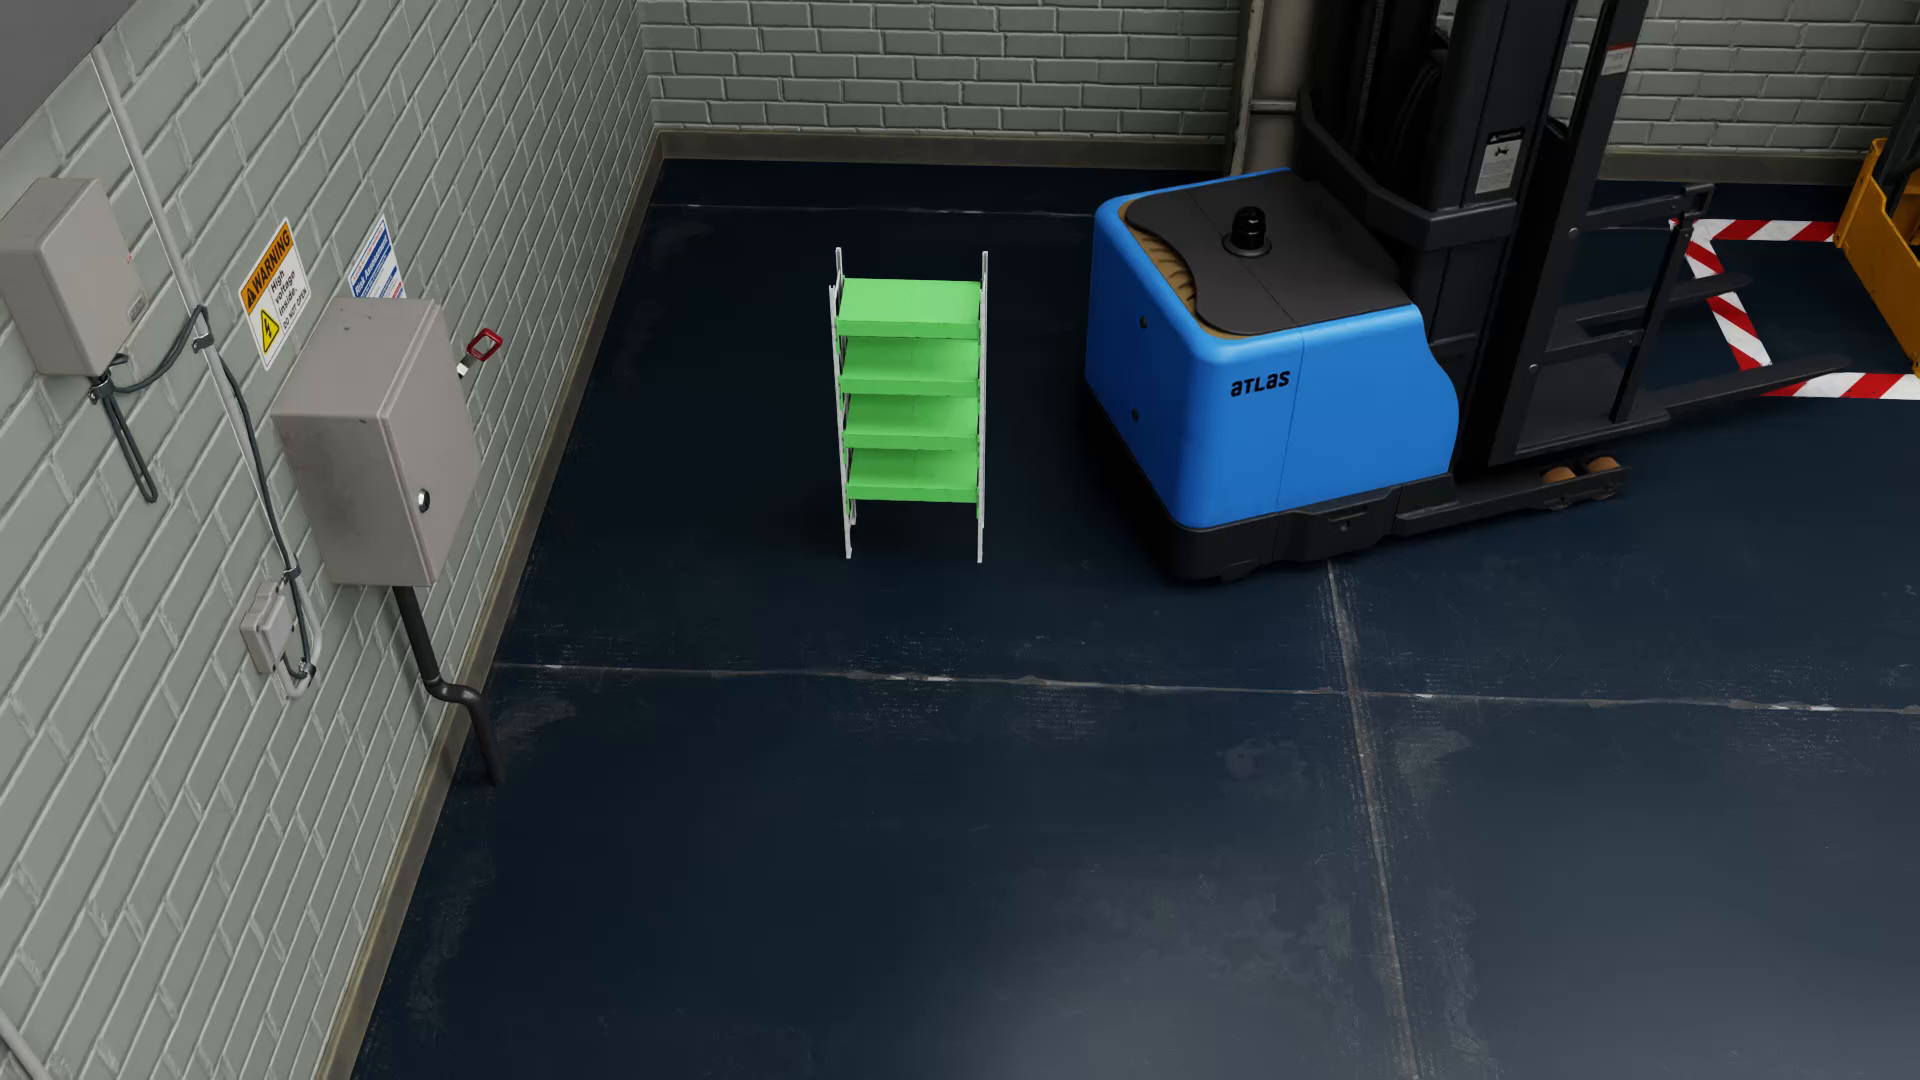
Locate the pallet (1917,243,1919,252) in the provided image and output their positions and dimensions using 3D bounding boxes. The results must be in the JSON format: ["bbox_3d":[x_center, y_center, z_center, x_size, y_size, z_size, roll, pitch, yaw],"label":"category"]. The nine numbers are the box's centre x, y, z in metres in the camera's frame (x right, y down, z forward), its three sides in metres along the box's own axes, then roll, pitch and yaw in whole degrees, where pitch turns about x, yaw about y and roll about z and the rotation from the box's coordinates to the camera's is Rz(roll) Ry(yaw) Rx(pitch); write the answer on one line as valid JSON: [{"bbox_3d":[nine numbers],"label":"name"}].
[{"bbox_3d":[5.011,-1.087,7.263,1.213,0.211,1.003,2,43,2],"label":"pallet"}]

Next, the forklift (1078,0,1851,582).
[{"bbox_3d":[2.046,-1.517,5.729,3.031,2.935,1.130,-13,44,-13],"label":"forklift"}]

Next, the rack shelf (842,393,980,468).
[{"bbox_3d":[-0.165,-0.397,5.890,0.480,0.148,0.258,2,43,2],"label":"rack shelf"}]

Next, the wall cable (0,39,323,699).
[{"bbox_3d":[-1.663,-0.249,3.571,0.122,1.984,0.588,2,43,2],"label":"wall cable"}]

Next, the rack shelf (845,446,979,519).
[{"bbox_3d":[-0.165,-0.222,6.054,0.480,0.148,0.258,2,43,2],"label":"rack shelf"}]

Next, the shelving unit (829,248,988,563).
[{"bbox_3d":[-0.165,-0.444,5.846,0.503,1.200,0.258,2,43,2],"label":"shelving unit"}]

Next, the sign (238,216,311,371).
[{"bbox_3d":[-1.684,-0.608,4.096,0.001,0.242,0.339,2,43,2],"label":"sign"}]

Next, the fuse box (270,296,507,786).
[{"bbox_3d":[-1.475,0.134,4.850,0.414,1.711,0.539,2,43,2],"label":"fuse box"}]

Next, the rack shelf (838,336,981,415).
[{"bbox_3d":[-0.165,-0.573,5.726,0.480,0.148,0.258,2,43,2],"label":"rack shelf"}]

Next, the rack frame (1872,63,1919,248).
[{"bbox_3d":[4.139,-2.134,6.340,0.127,3.000,1.000,2,43,2],"label":"rack frame"}]

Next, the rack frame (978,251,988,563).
[{"bbox_3d":[0.078,-0.437,5.838,0.015,1.200,0.240,2,43,2],"label":"rack frame"}]

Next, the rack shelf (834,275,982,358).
[{"bbox_3d":[-0.165,-0.749,5.563,0.480,0.148,0.258,2,43,2],"label":"rack shelf"}]

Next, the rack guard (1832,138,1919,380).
[{"bbox_3d":[4.215,-1.217,7.190,0.348,0.500,1.175,2,43,2],"label":"rack guard"}]

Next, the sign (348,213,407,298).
[{"bbox_3d":[-1.659,-0.645,4.811,0.001,0.494,0.329,2,43,2],"label":"sign"}]

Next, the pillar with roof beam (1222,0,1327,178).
[{"bbox_3d":[1.292,-2.094,1.896,0.400,9.000,9.100,2,43,2],"label":"pillar with roof beam"}]

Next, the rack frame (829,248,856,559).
[{"bbox_3d":[-0.409,-0.452,5.855,0.015,1.200,0.240,2,43,2],"label":"rack frame"}]
